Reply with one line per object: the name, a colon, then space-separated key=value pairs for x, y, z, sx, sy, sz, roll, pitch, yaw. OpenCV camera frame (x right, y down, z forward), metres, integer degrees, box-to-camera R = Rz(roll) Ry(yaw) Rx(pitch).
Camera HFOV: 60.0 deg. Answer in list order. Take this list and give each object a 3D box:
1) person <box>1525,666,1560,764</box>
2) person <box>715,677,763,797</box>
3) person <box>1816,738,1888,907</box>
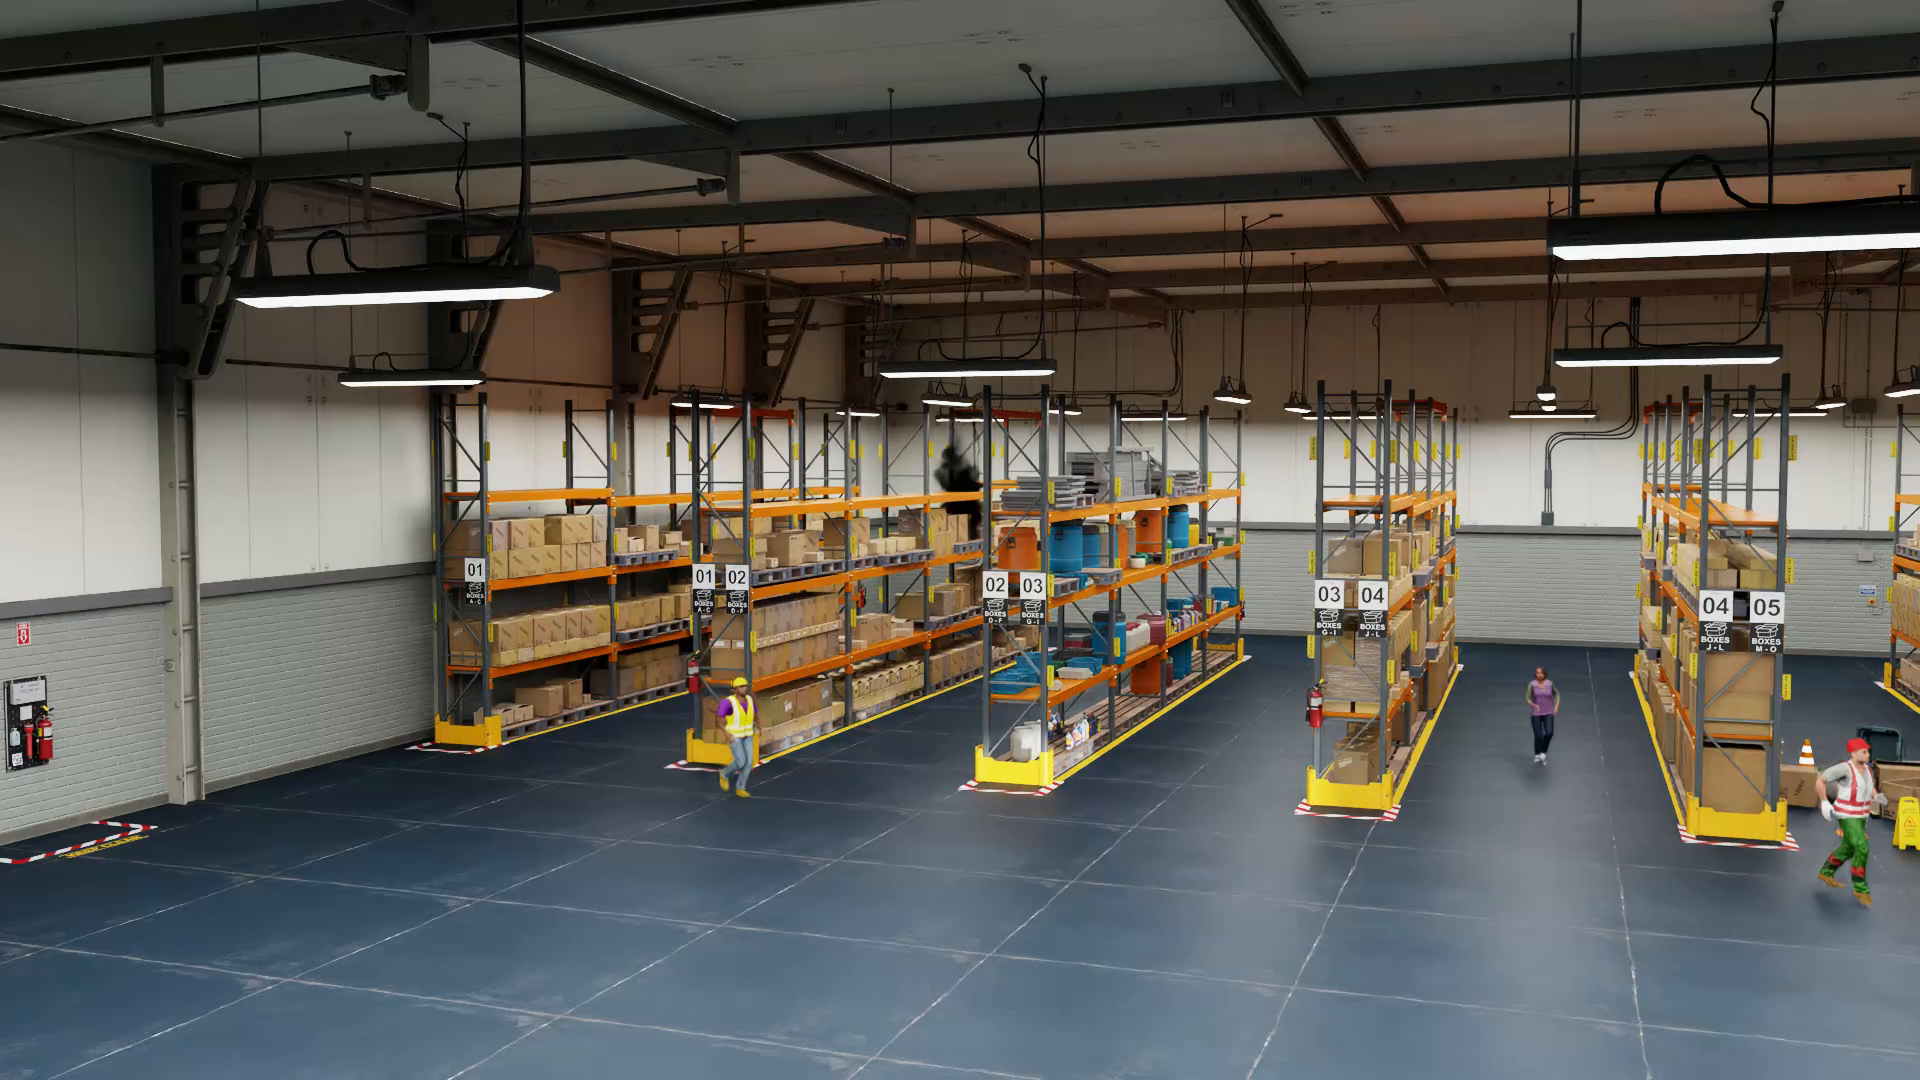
person: x=9.301 y=2.799 z=26.553 sx=0.552 sy=1.557 sz=0.618 roll=1 pitch=3 yaw=15
person: x=-3.217 y=2.854 z=24.194 sx=0.719 sy=1.737 sz=0.577 roll=-3 pitch=4 yaw=-43
person: x=9.955 y=3.135 z=18.625 sx=0.688 sy=1.861 sz=0.793 roll=-2 pitch=3 yaw=-28
